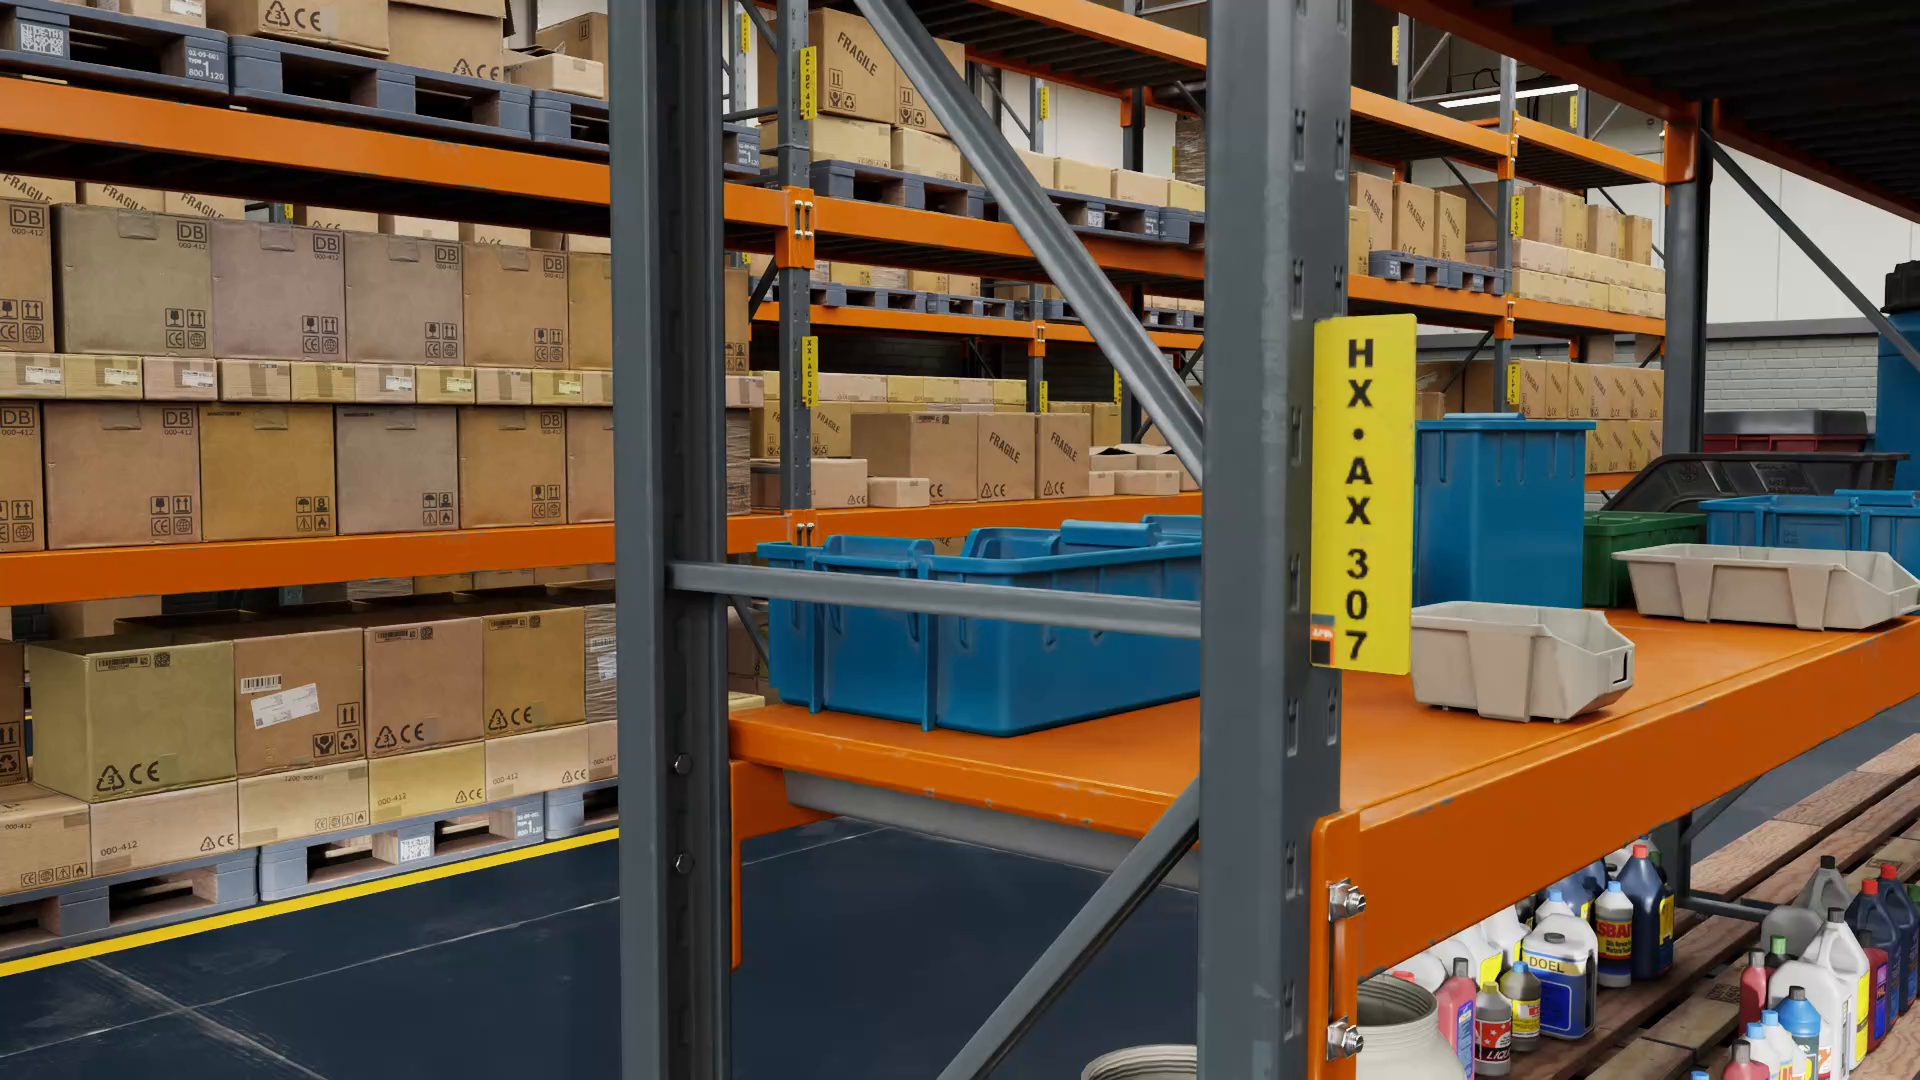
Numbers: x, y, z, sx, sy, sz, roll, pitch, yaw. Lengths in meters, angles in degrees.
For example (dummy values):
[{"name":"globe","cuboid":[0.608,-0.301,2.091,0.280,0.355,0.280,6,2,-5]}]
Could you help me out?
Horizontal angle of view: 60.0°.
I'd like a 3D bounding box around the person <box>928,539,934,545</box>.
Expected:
[{"name":"person","cuboid":[-0.388,0.005,14.217,0.430,1.533,0.400,3,5,42]}]
